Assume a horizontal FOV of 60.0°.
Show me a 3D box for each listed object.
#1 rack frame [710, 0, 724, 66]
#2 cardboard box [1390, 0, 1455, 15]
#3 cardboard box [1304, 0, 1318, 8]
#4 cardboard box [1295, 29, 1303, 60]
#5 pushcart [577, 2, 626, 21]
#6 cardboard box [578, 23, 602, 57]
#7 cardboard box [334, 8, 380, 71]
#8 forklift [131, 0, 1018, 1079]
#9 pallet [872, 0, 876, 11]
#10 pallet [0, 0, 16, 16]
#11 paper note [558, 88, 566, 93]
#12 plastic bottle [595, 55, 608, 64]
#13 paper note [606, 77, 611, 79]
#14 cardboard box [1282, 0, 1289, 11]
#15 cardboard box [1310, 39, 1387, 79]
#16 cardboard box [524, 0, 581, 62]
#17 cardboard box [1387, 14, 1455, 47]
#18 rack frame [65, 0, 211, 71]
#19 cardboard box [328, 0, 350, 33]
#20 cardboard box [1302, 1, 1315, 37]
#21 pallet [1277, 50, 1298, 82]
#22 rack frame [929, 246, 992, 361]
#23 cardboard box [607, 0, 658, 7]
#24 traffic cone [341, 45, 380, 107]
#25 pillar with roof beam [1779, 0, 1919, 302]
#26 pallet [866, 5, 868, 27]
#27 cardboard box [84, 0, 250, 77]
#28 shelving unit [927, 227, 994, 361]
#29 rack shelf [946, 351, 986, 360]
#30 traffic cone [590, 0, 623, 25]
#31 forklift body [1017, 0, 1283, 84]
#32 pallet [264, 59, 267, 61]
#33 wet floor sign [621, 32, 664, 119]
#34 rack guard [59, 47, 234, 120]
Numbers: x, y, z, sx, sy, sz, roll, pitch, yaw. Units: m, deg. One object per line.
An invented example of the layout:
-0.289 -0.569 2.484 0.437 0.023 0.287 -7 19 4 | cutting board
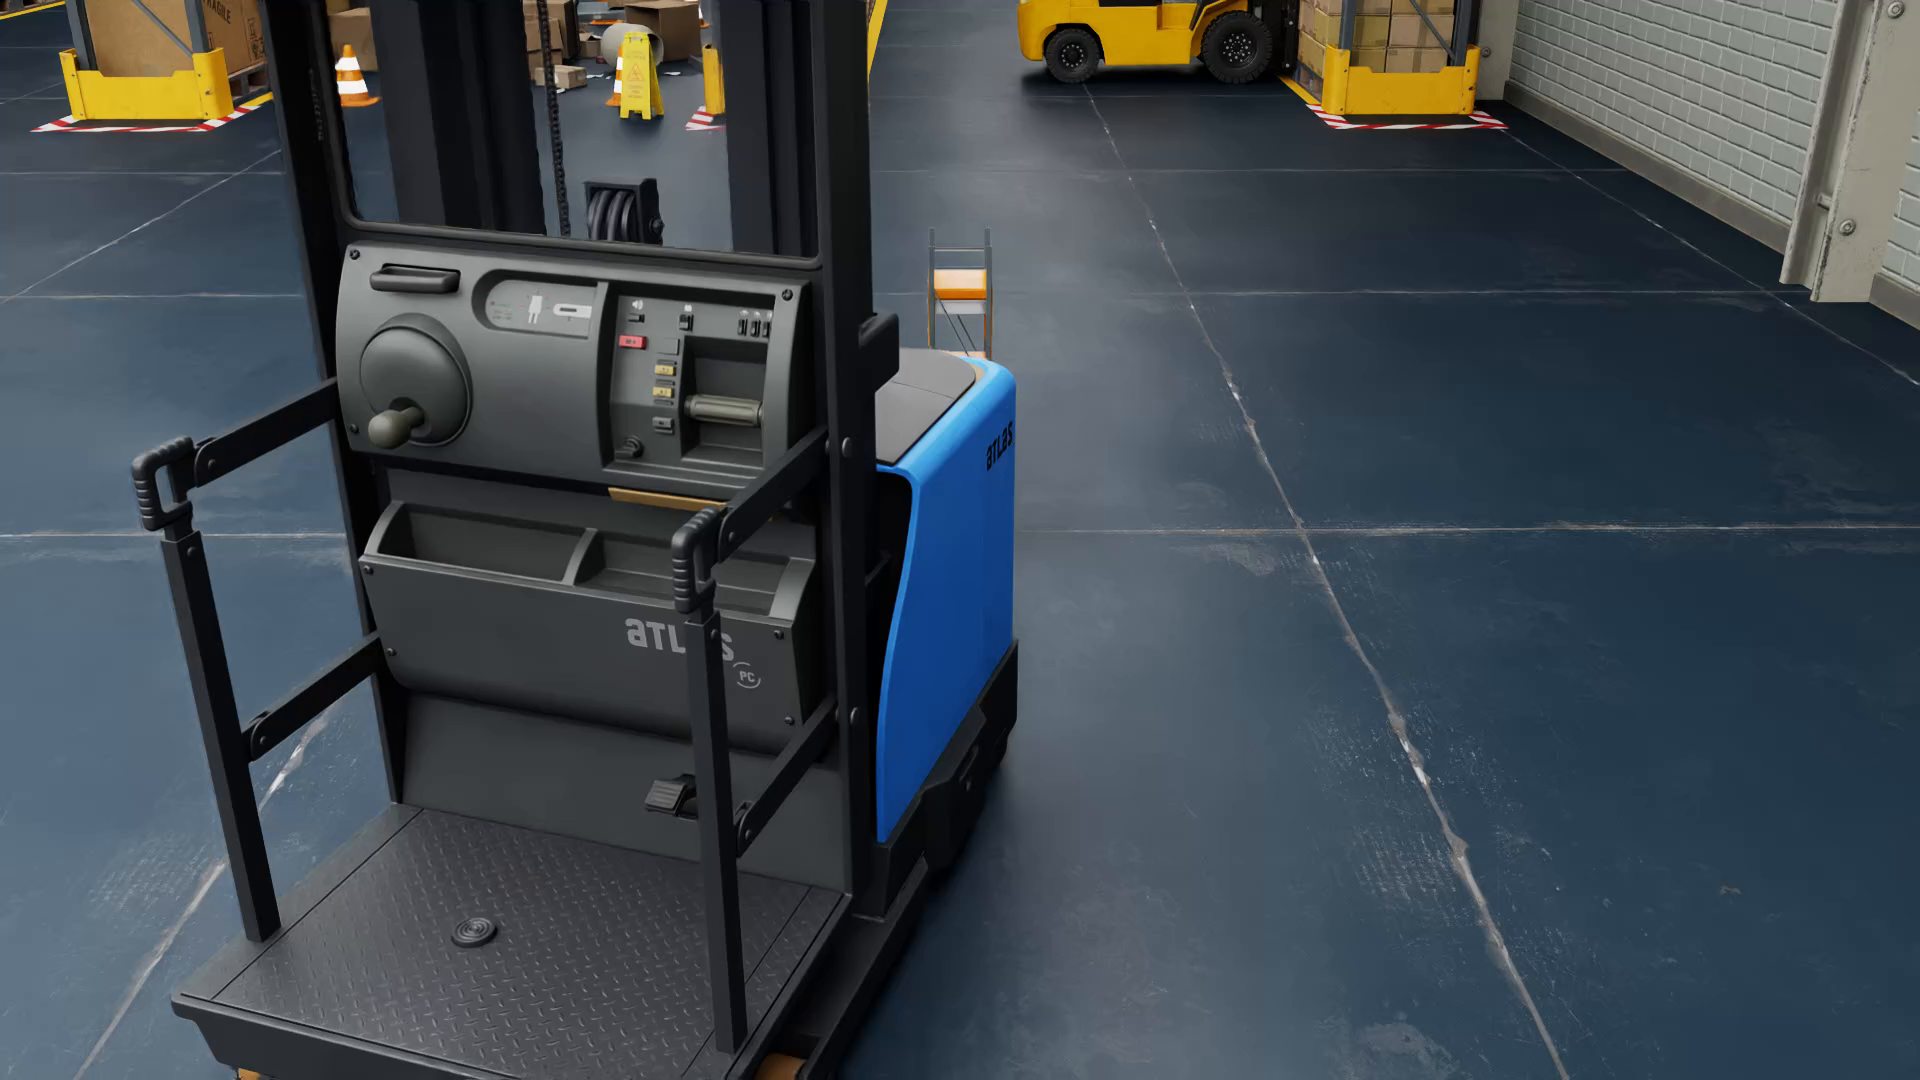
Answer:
-1.447 -4.811 12.747 1.000 3.000 0.127 0 24 -1 | rack frame
3.701 -4.428 13.513 0.500 0.250 0.500 -1 24 -1 | cardboard box
3.188 -4.627 13.955 0.500 0.250 0.500 0 24 0 | cardboard box
3.203 -4.376 14.614 0.500 0.250 0.500 0 24 0 | cardboard box
-3.770 -5.233 16.863 1.648 0.377 0.936 -9 26 -19 | pushcart
-3.627 -4.868 16.191 0.258 0.266 0.396 -19 31 -36 | cardboard box
-5.396 -4.622 15.360 0.500 0.500 0.500 4 25 9 | cardboard box
-0.789 -0.291 2.836 1.130 2.935 3.031 8 25 16 | forklift
-1.527 -6.515 19.898 1.003 0.211 1.213 0 24 -1 | pallet
-11.426 -5.969 18.691 1.003 0.211 1.213 0 24 -1 | pallet
-3.447 -3.839 14.200 0.148 0.019 0.142 -9 26 -19 | paper note
-3.351 -4.580 15.802 0.133 0.061 0.283 4 25 9 | plastic bottle
-3.145 -4.142 14.895 0.032 0.001 0.123 0 24 -1 | paper note
3.176 -4.826 15.000 0.500 0.250 0.500 0 24 -1 | cardboard box
3.196 -3.965 13.705 0.500 0.250 0.500 0 24 0 | cardboard box
-4.016 -4.833 15.660 0.797 0.637 0.503 0 24 -1 | cardboard box
3.719 -4.196 13.607 0.500 0.250 0.500 0 24 0 | cardboard box
-6.395 -4.747 12.606 1.000 3.000 0.127 0 24 -1 | rack frame
-6.502 -5.359 16.027 0.875 0.875 0.875 0 24 0 | cardboard box
3.204 -4.407 14.074 0.500 0.250 0.500 0 24 -1 | cardboard box
3.456 -4.381 15.179 1.003 0.211 1.213 0 24 -1 | pallet
0.001 -0.450 5.471 0.200 1.050 0.008 0 24 -1 | rack frame
-3.270 -5.645 16.705 0.500 0.500 0.500 0 24 -1 | cardboard box
-4.981 -3.816 13.626 0.336 0.463 0.334 0 24 -1 | traffic cone
0.171 -5.367 6.697 9.100 9.000 0.400 0 24 -1 | pillar with roof beam
-1.500 -5.509 17.675 1.003 0.211 1.213 0 24 -1 | pallet
-6.469 -4.249 13.574 0.875 0.875 0.875 0 24 0 | cardboard box
-0.001 -0.500 5.582 0.215 1.050 0.252 0 24 -1 | shelving unit
-0.001 -0.491 5.587 0.215 0.259 0.240 0 24 -1 | rack shelf
-3.907 -5.923 18.284 0.336 0.463 0.334 0 24 -1 | traffic cone
1.672 -5.221 14.684 2.313 2.155 1.214 0 24 -1 | forklift body
-6.493 -4.307 15.017 1.003 0.211 1.213 0 24 -1 | pallet
-2.514 -3.655 13.048 0.267 0.644 0.232 8 26 18 | wet floor sign
-6.395 -3.598 13.099 1.175 0.500 0.348 0 24 -1 | rack guard
